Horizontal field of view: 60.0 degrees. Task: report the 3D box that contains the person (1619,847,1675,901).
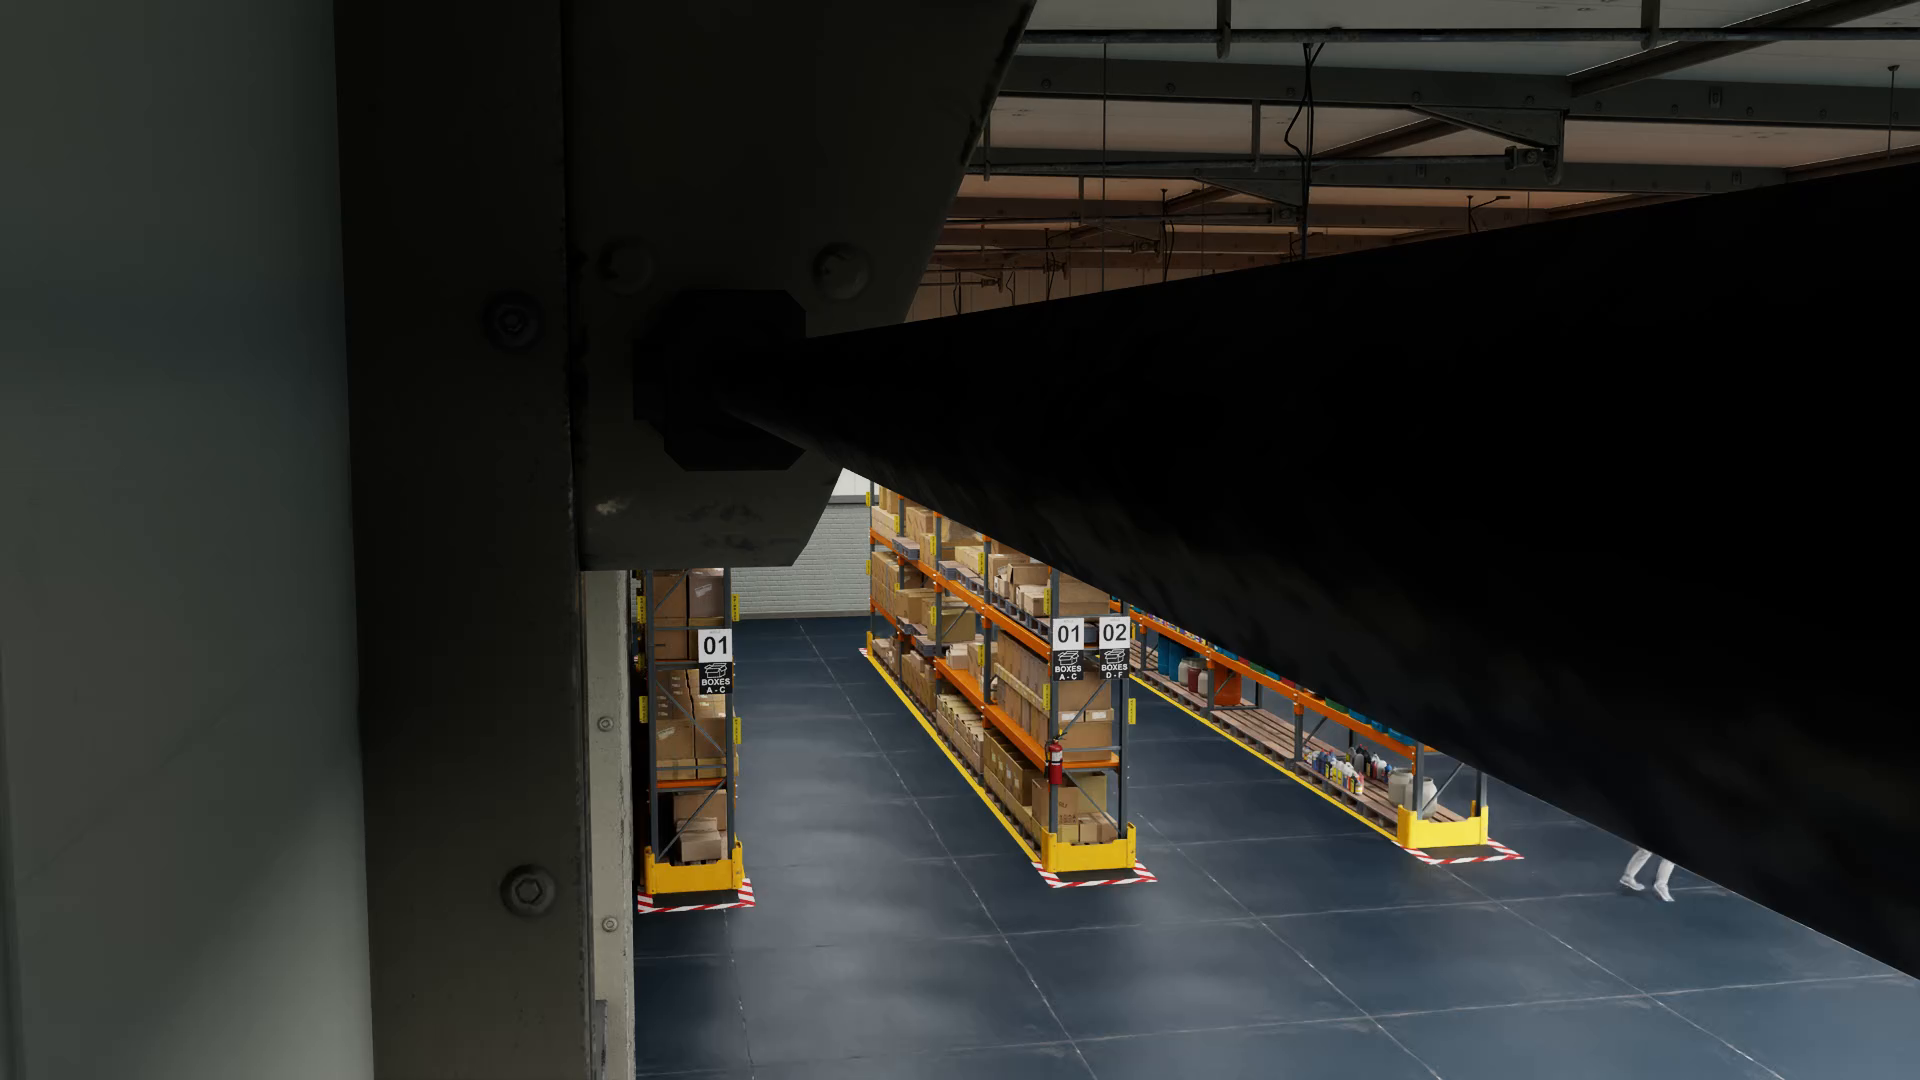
[{"bbox_3d":[8.314,3.435,19.896,0.732,1.752,0.578,3,7,27],"label":"person"}]
